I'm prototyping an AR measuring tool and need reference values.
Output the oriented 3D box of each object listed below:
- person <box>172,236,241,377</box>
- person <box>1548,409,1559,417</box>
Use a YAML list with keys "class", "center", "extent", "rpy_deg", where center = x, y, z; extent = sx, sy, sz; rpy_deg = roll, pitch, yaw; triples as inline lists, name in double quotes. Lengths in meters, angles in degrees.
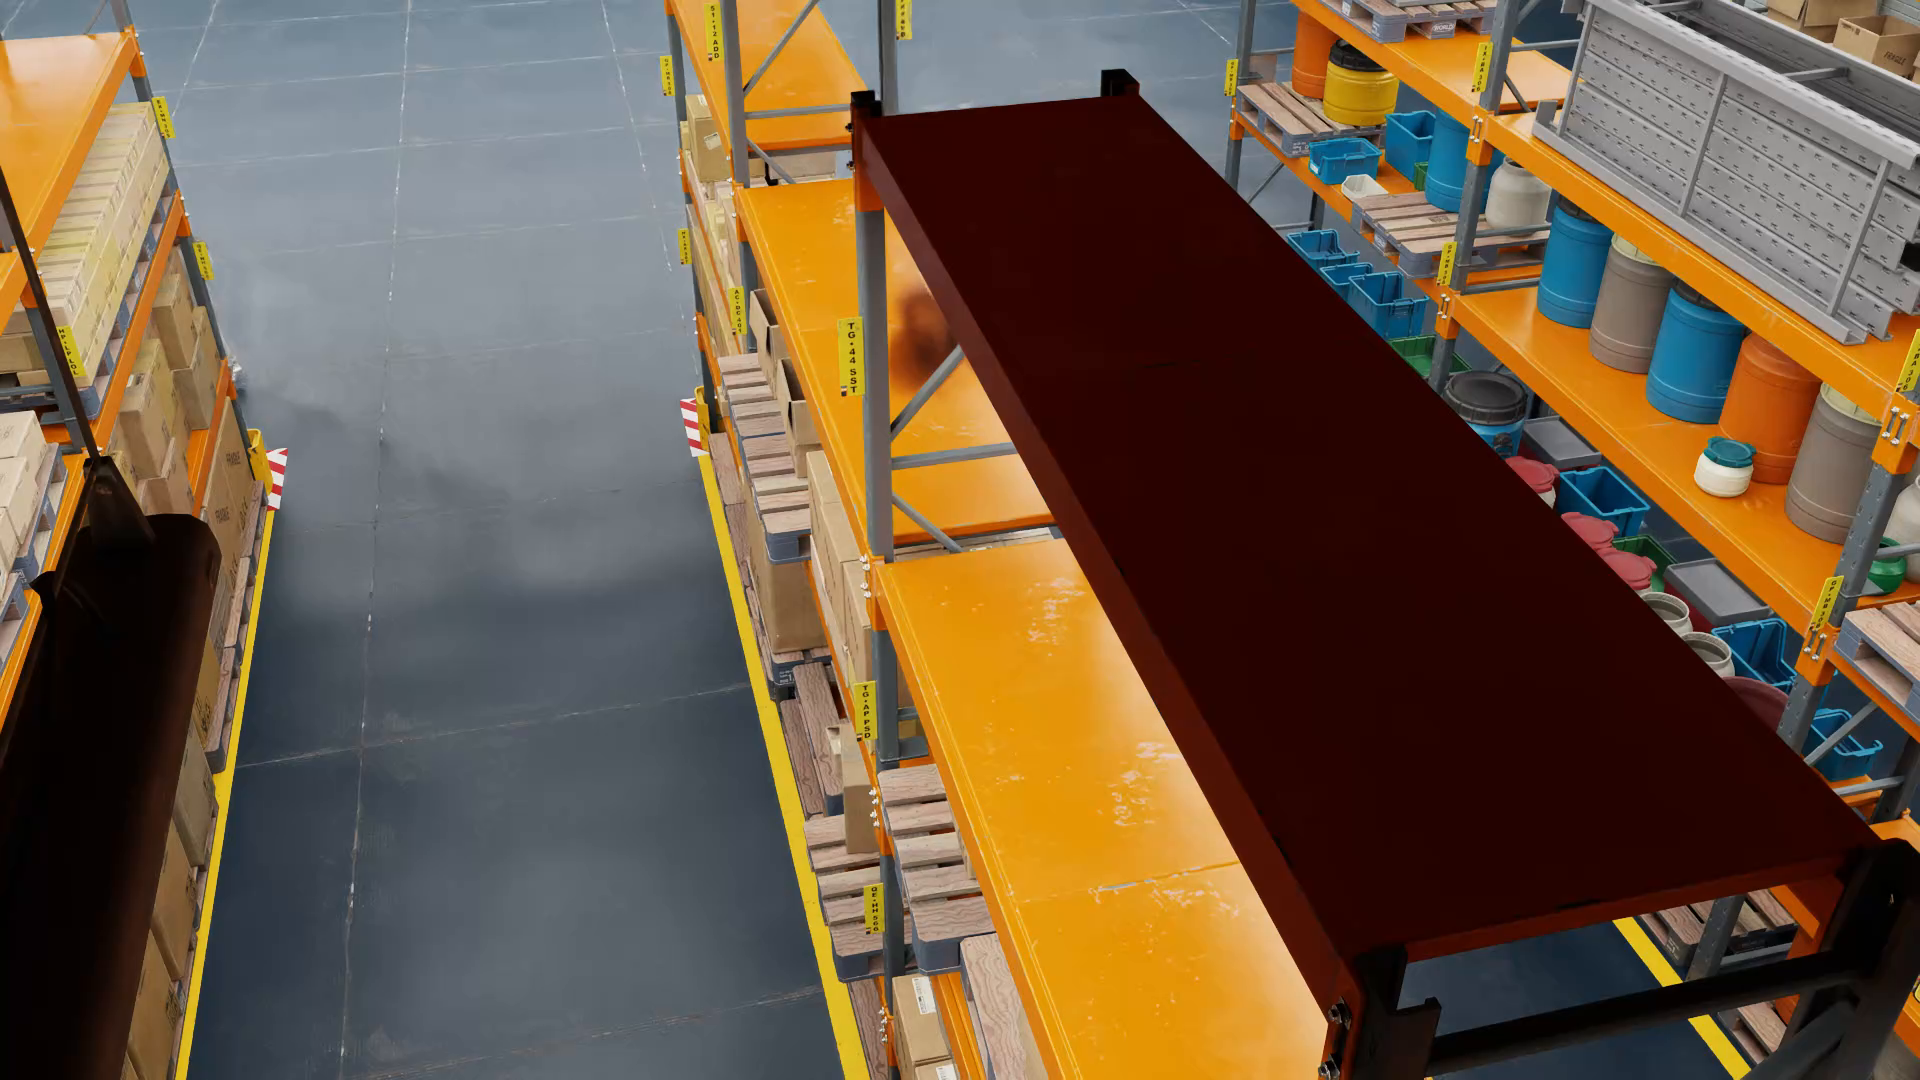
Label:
- class: "person"
  center: [-7.363, -2.258, 15.946]
  extent: [0.762, 1.631, 0.565]
  rpy_deg: [17, 38, 24]
- class: "person"
  center: [5.306, -1.099, 14.214]
  extent: [0.557, 1.714, 0.691]
  rpy_deg: [-15, 37, -20]
